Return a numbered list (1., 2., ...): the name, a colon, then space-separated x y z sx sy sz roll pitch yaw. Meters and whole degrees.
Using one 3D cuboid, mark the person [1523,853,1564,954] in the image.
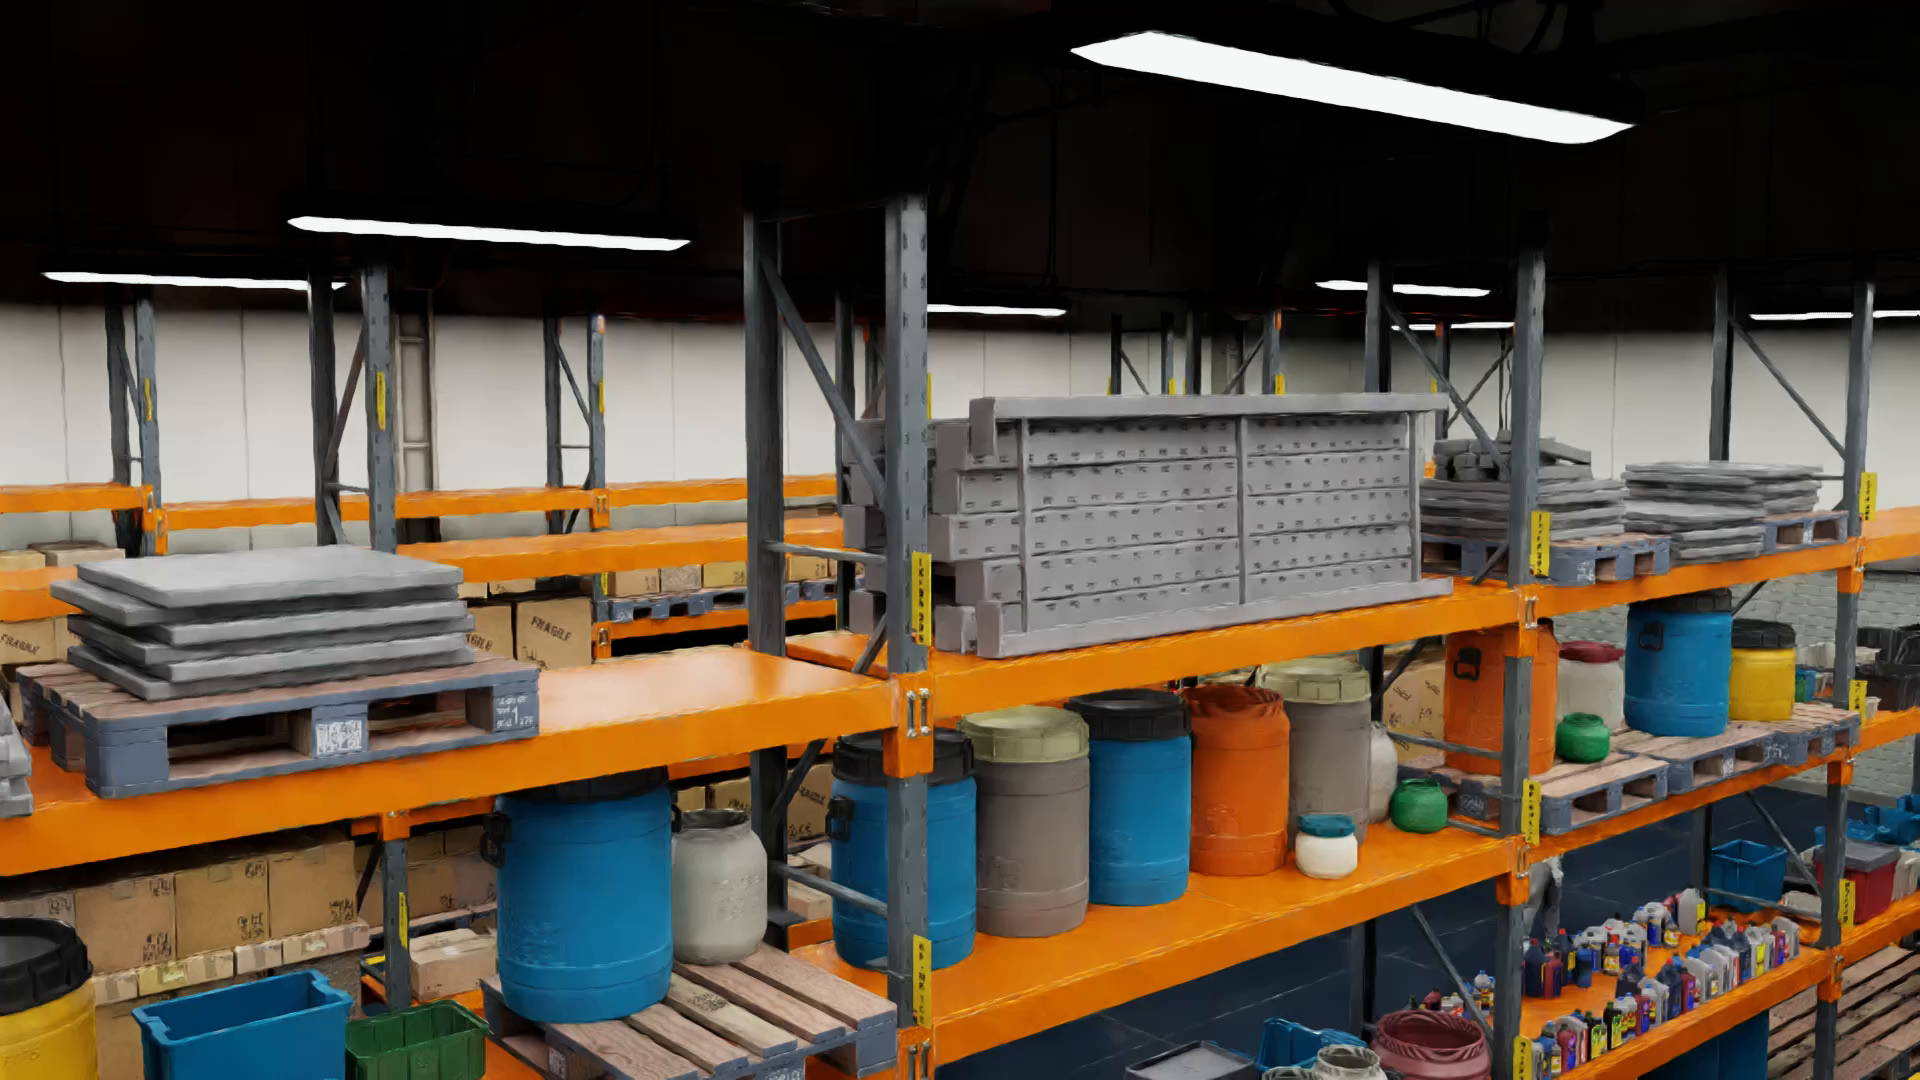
1. person: 5.300 2.898 14.916 0.476 1.653 0.544 4 7 35
